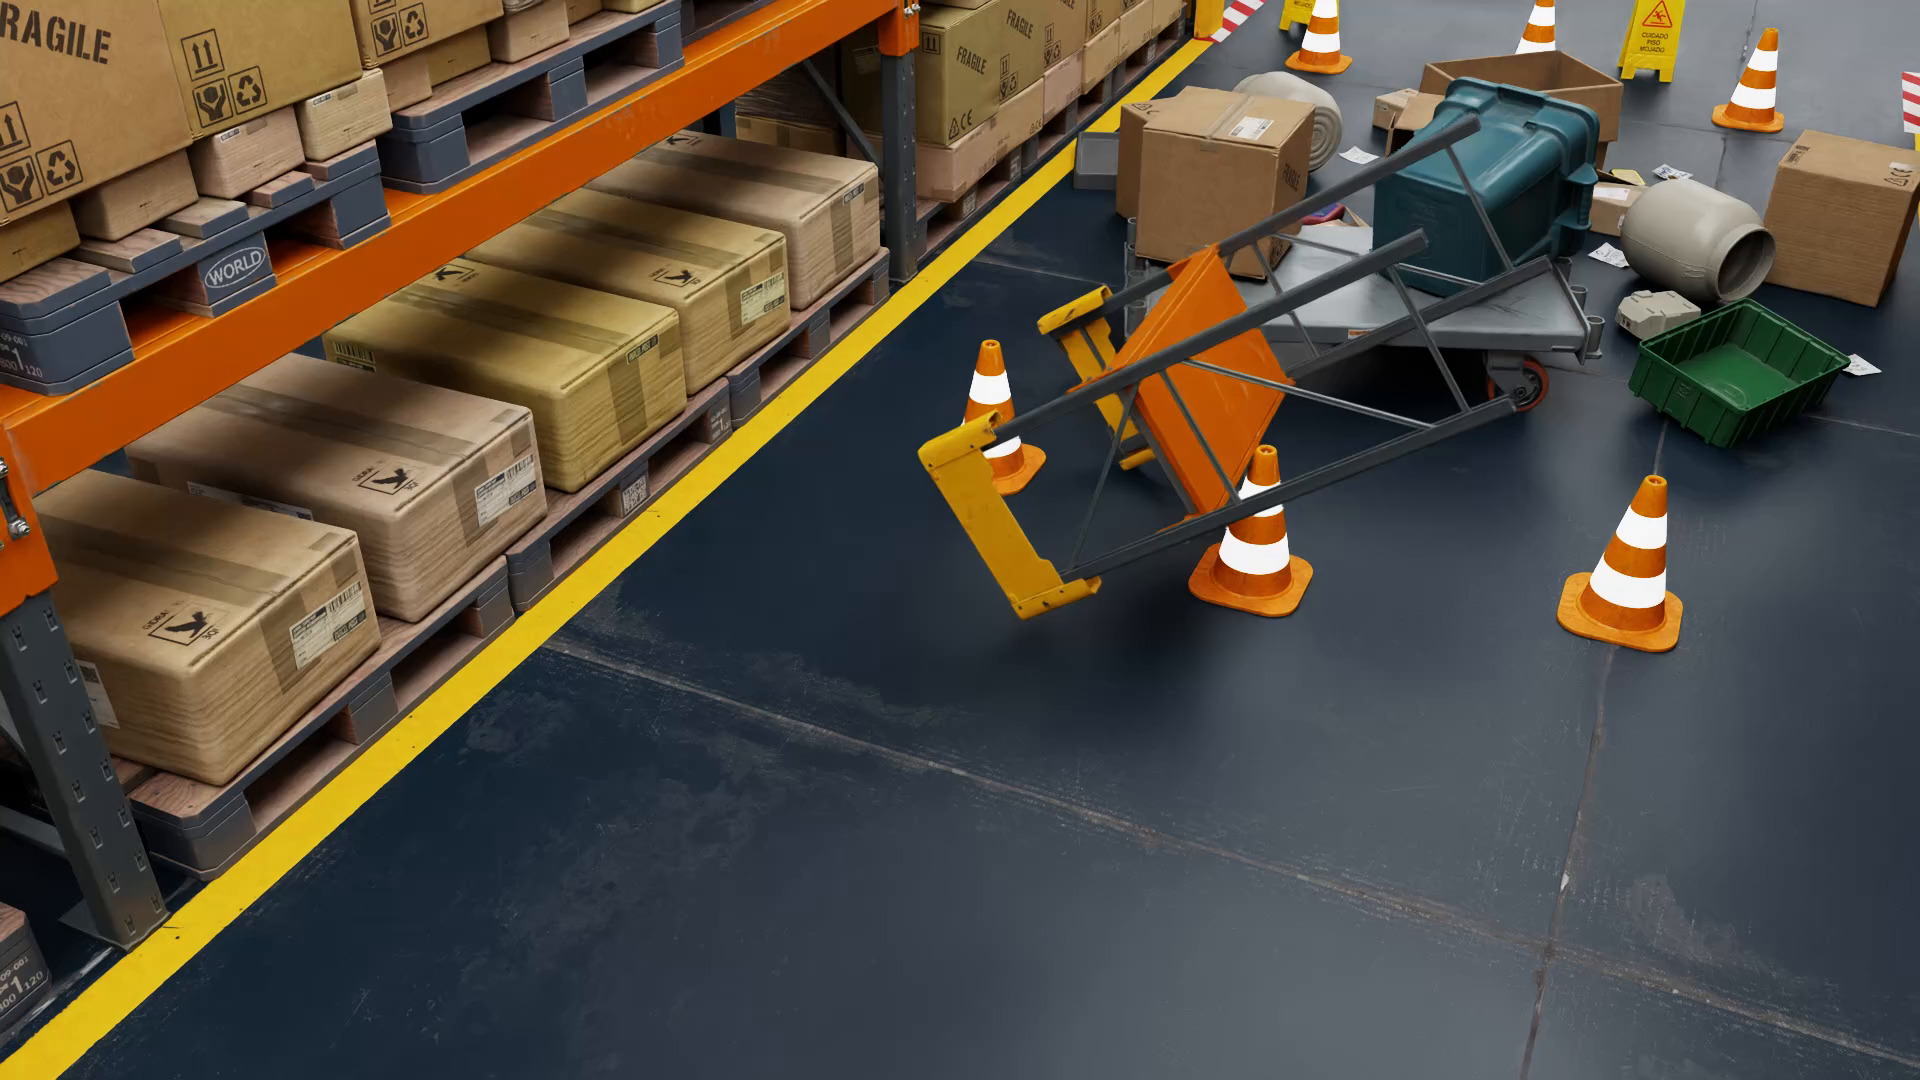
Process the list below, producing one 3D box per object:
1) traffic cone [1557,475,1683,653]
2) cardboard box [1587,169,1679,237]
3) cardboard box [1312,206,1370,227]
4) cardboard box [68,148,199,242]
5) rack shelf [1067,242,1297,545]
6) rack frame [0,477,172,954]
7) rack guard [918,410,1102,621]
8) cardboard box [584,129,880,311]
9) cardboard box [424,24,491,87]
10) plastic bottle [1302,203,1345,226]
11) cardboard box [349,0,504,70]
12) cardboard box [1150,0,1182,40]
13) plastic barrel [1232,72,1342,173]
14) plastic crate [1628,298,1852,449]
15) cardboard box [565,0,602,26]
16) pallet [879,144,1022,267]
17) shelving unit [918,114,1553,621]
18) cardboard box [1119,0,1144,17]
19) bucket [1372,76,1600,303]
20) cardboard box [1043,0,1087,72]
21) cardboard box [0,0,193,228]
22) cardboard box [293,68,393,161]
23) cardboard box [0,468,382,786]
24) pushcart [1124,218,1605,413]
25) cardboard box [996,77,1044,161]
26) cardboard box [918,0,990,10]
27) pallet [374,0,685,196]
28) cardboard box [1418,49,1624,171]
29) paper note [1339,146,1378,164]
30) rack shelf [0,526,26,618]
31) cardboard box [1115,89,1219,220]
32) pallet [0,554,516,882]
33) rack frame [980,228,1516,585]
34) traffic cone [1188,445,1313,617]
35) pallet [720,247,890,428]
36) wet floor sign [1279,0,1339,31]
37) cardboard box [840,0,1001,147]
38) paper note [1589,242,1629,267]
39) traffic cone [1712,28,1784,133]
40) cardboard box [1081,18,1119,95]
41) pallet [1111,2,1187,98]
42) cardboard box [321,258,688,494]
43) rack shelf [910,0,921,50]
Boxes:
[{"bbox_3d":[1.951,0.023,4.793,0.336,0.463,0.334,14,36,20],"label":"traffic cone"},{"bbox_3d":[2.930,-1.495,7.287,0.396,0.266,0.258,21,39,28],"label":"cardboard box"},{"bbox_3d":[1.635,-1.215,6.860,0.258,0.266,0.396,-9,34,-13],"label":"cardboard box"},{"bbox_3d":[-1.875,-0.775,3.543,0.380,0.149,0.250,12,35,18],"label":"cardboard box"},{"bbox_3d":[0.672,-0.445,4.832,0.185,0.538,1.000,-23,16,33],"label":"rack shelf"},{"bbox_3d":[-2.328,-0.453,3.205,1.000,3.000,0.127,14,36,20],"label":"rack frame"},{"bbox_3d":[0.141,-0.062,4.668,0.250,0.587,0.087,-23,16,33],"label":"rack guard"},{"bbox_3d":[-0.872,-1.260,6.449,0.950,0.372,0.625,15,36,21],"label":"cardboard box"},{"bbox_3d":[-1.472,-1.321,4.375,0.380,0.149,0.250,16,36,22],"label":"cardboard box"},{"bbox_3d":[1.589,-1.428,7.373,0.133,0.061,0.283,21,39,28],"label":"plastic bottle"},{"bbox_3d":[-1.502,-1.493,4.045,0.500,0.500,0.500,15,36,21],"label":"cardboard box"},{"bbox_3d":[0.915,-2.986,9.193,0.500,0.250,0.500,14,36,20],"label":"cardboard box"},{"bbox_3d":[1.530,-1.983,7.889,0.421,0.421,0.512,-15,36,-21],"label":"plastic barrel"},{"bbox_3d":[2.766,-0.595,5.933,0.662,0.188,0.450,-21,49,-29],"label":"plastic crate"},{"bbox_3d":[-1.263,-1.583,4.775,0.380,0.149,0.250,13,35,19],"label":"cardboard box"},{"bbox_3d":[-0.406,-1.621,7.530,1.003,0.211,1.213,14,36,20],"label":"pallet"},{"bbox_3d":[0.807,-0.500,4.726,1.500,0.587,1.083,-23,16,33],"label":"shelving unit"},{"bbox_3d":[0.705,-3.057,8.617,0.500,0.500,0.500,16,36,22],"label":"cardboard box"},{"bbox_3d":[1.846,-1.223,5.978,0.726,0.611,0.620,29,53,36],"label":"bucket"},{"bbox_3d":[0.269,-2.543,7.834,0.500,0.500,0.500,16,37,23],"label":"cardboard box"},{"bbox_3d":[-1.930,-0.965,3.241,0.500,0.500,0.500,13,35,19],"label":"cardboard box"},{"bbox_3d":[-1.584,-1.033,3.937,0.380,0.149,0.250,14,36,21],"label":"cardboard box"},{"bbox_3d":[-2.083,0.192,4.236,0.950,0.372,0.625,12,35,17],"label":"cardboard box"},{"bbox_3d":[1.437,-0.850,6.202,1.648,0.377,0.936,3,33,4],"label":"pushcart"},{"bbox_3d":[0.050,-1.971,7.645,0.500,0.250,0.500,16,37,23],"label":"cardboard box"},{"bbox_3d":[-0.056,-2.336,6.926,0.380,0.149,0.250,15,36,21],"label":"cardboard box"},{"bbox_3d":[-1.537,-1.368,4.775,1.003,0.211,1.213,14,36,20],"label":"pallet"},{"bbox_3d":[2.583,-1.937,7.746,0.797,0.503,0.637,-9,34,-13],"label":"cardboard box"},{"bbox_3d":[1.940,-1.874,8.091,0.148,0.019,0.142,29,43,36],"label":"paper note"},{"bbox_3d":[-3.165,0.844,1.883,1.077,0.370,4.000,14,36,20],"label":"rack shelf"},{"bbox_3d":[1.029,-1.622,7.265,0.500,0.500,0.500,-15,36,-21],"label":"cardboard box"},{"bbox_3d":[-2.000,0.325,4.562,1.003,0.211,1.213,14,36,20],"label":"pallet"},{"bbox_3d":[0.621,-0.267,4.325,1.500,0.500,0.032,-23,16,33],"label":"rack frame"},{"bbox_3d":[0.885,-0.071,4.937,0.336,0.463,0.334,14,36,20],"label":"traffic cone"},{"bbox_3d":[-0.979,-0.890,6.416,1.003,0.211,1.213,14,36,20],"label":"pallet"},{"bbox_3d":[2.070,-3.301,9.696,0.267,0.644,0.232,29,43,36],"label":"wet floor sign"},{"bbox_3d":[-0.163,-2.016,7.030,0.500,0.500,0.500,16,36,23],"label":"cardboard box"},{"bbox_3d":[2.790,-1.211,7.076,0.172,0.023,0.155,29,43,36],"label":"paper note"},{"bbox_3d":[4.045,-2.352,8.415,0.336,0.463,0.334,14,36,20],"label":"traffic cone"},{"bbox_3d":[0.487,-2.480,8.422,0.500,0.250,0.500,13,35,19],"label":"cardboard box"},{"bbox_3d":[0.615,-2.836,9.383,1.003,0.211,1.213,14,36,20],"label":"pallet"},{"bbox_3d":[-1.459,-0.554,5.373,0.950,0.372,0.625,15,36,22],"label":"cardboard box"},{"bbox_3d":[0.182,-3.140,7.959,1.077,0.370,4.000,14,36,20],"label":"rack shelf"}]
